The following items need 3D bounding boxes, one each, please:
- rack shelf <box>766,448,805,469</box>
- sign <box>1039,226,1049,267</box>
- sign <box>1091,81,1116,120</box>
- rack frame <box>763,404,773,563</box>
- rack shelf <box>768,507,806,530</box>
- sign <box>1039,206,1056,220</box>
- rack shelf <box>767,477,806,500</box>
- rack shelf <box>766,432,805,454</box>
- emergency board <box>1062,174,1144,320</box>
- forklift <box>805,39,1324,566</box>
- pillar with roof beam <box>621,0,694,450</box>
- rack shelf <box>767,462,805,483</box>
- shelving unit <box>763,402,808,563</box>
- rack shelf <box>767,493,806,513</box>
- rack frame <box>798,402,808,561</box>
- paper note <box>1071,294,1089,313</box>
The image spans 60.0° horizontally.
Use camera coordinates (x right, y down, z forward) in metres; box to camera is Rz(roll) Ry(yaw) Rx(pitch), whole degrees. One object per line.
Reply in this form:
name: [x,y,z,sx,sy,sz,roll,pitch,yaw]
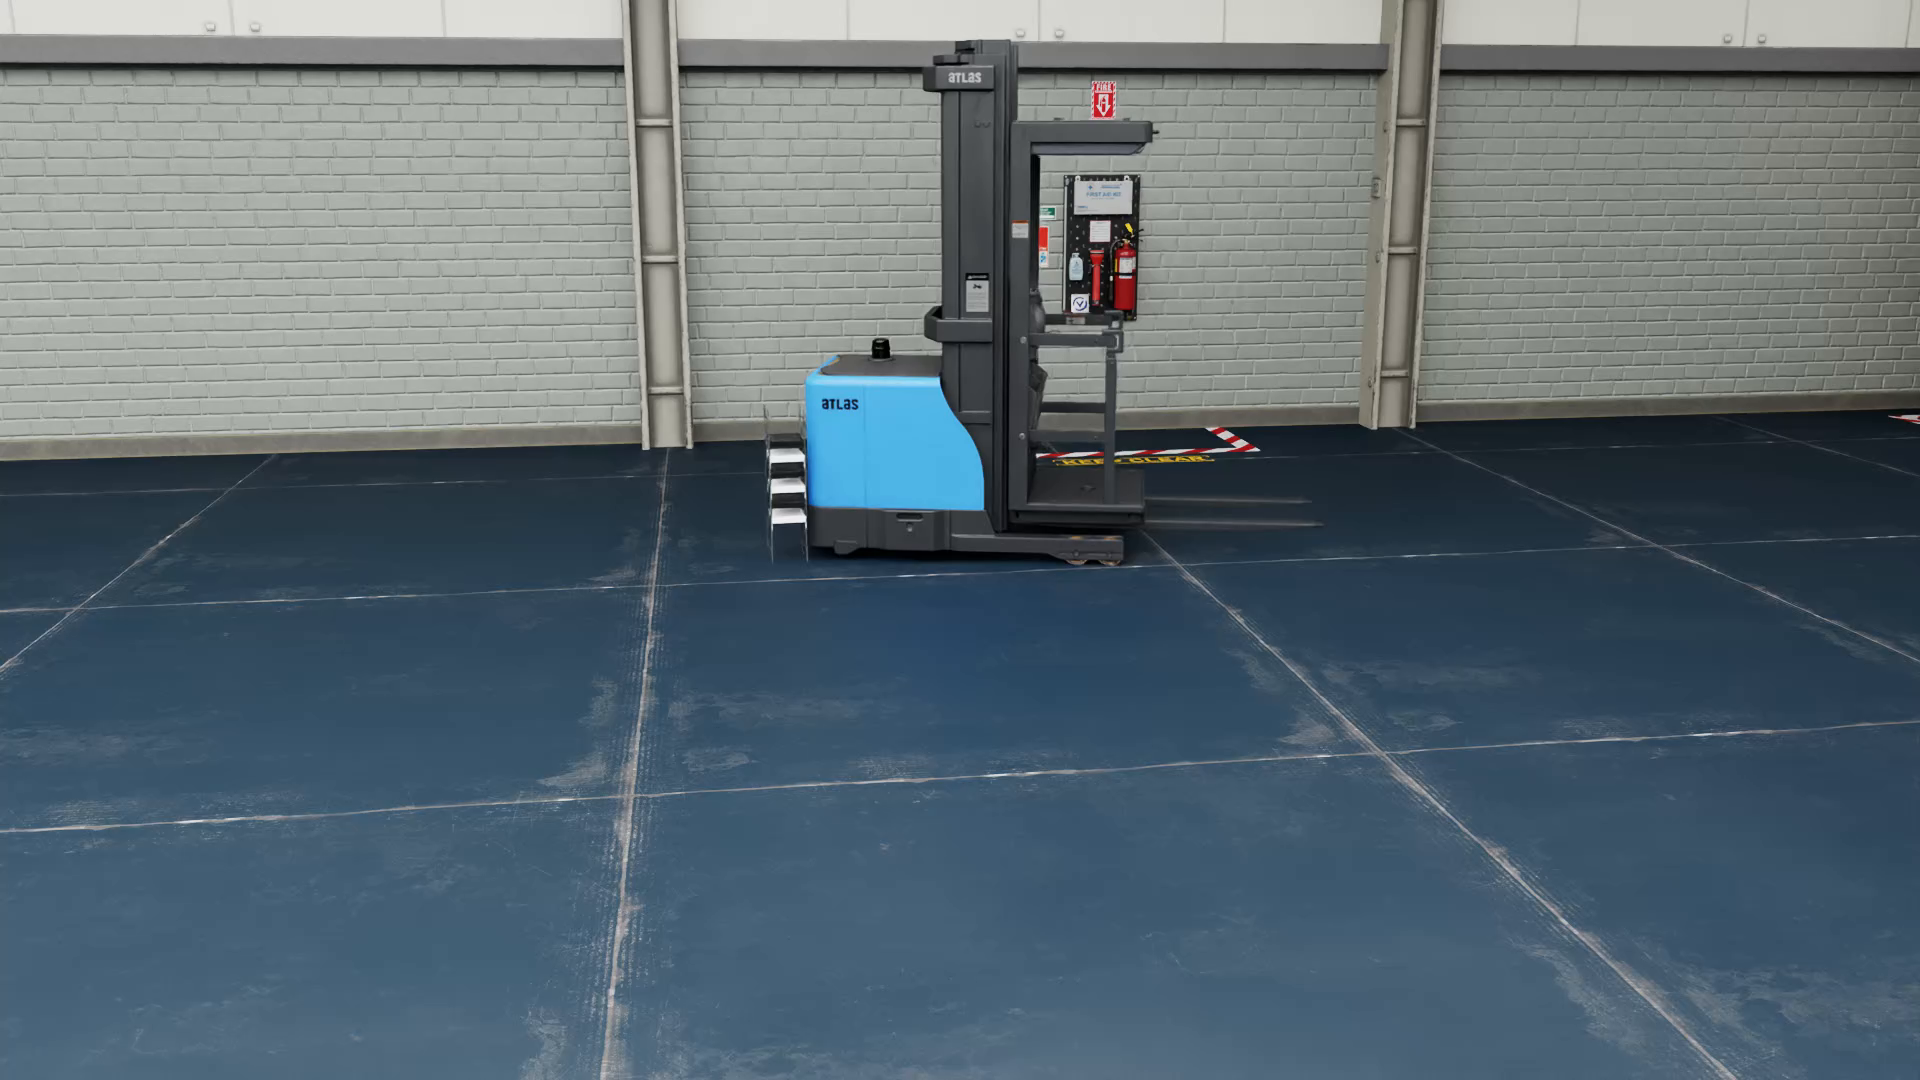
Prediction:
rack shelf: [-1.018,-0.477,9.672,0.200,0.077,0.258,-3,14,-12]
sign: [0.602,-2.367,13.422,0.234,0.329,0.001,-2,14,-8]
sign: [1.142,-3.493,13.219,0.199,0.298,0.001,-2,14,-8]
rack frame: [-1.117,-0.330,9.687,0.006,0.900,0.240,-3,14,-12]
rack shelf: [-1.018,-0.128,9.760,0.200,0.077,0.258,-3,14,-12]
sign: [0.608,-2.622,13.349,0.331,0.109,0.001,-2,14,-8]
rack shelf: [-1.018,-0.303,9.716,0.200,0.077,0.258,-3,14,-12]
rack shelf: [-1.018,-0.565,9.650,0.200,0.077,0.258,-3,14,-12]
emergency board: [1.164,-2.345,13.407,0.643,1.169,0.194,-2,14,-8]
forklift: [0.638,-1.406,9.801,3.031,2.935,1.130,1,14,5]
pillar with roof beam: [-1.678,-4.083,8.002,0.400,9.000,9.100,-2,14,-8]
rack shelf: [-1.018,-0.390,9.694,0.200,0.077,0.258,-3,14,-12]
shelving unit: [-1.018,-0.335,9.708,0.210,0.900,0.258,-3,14,-12]
rack shelf: [-1.018,-0.215,9.738,0.200,0.077,0.258,-3,14,-12]
rack frame: [-0.918,-0.340,9.729,0.006,0.900,0.240,-3,14,-12]
paper note: [0.979,-1.928,13.555,0.142,0.148,0.016,-2,14,-8]
